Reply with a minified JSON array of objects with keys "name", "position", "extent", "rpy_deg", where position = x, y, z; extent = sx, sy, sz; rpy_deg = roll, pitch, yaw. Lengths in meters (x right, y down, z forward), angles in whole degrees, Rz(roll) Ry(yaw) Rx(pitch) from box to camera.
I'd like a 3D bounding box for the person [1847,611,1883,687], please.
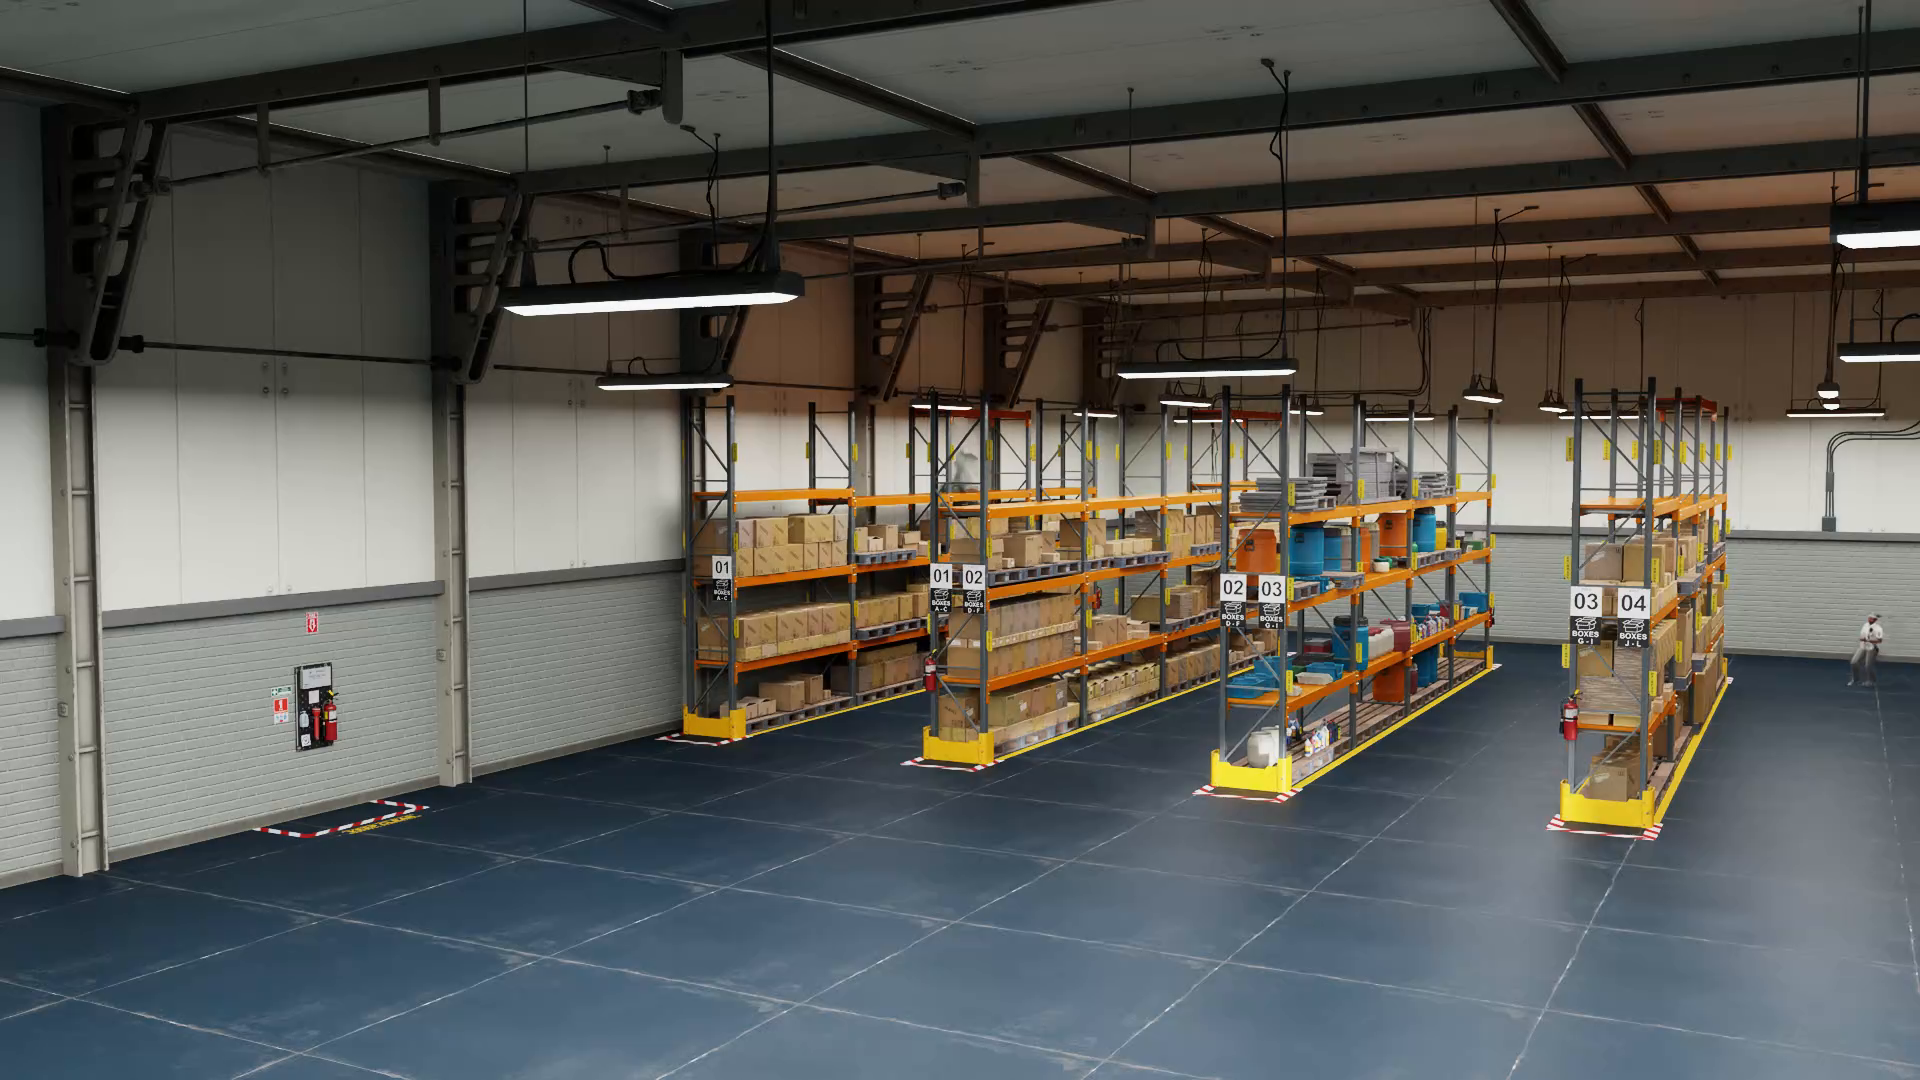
[{"name":"person","position":[19.311,2.329,35.314],"extent":[0.693,1.663,0.668],"rpy_deg":[-1,3,-23]}]
